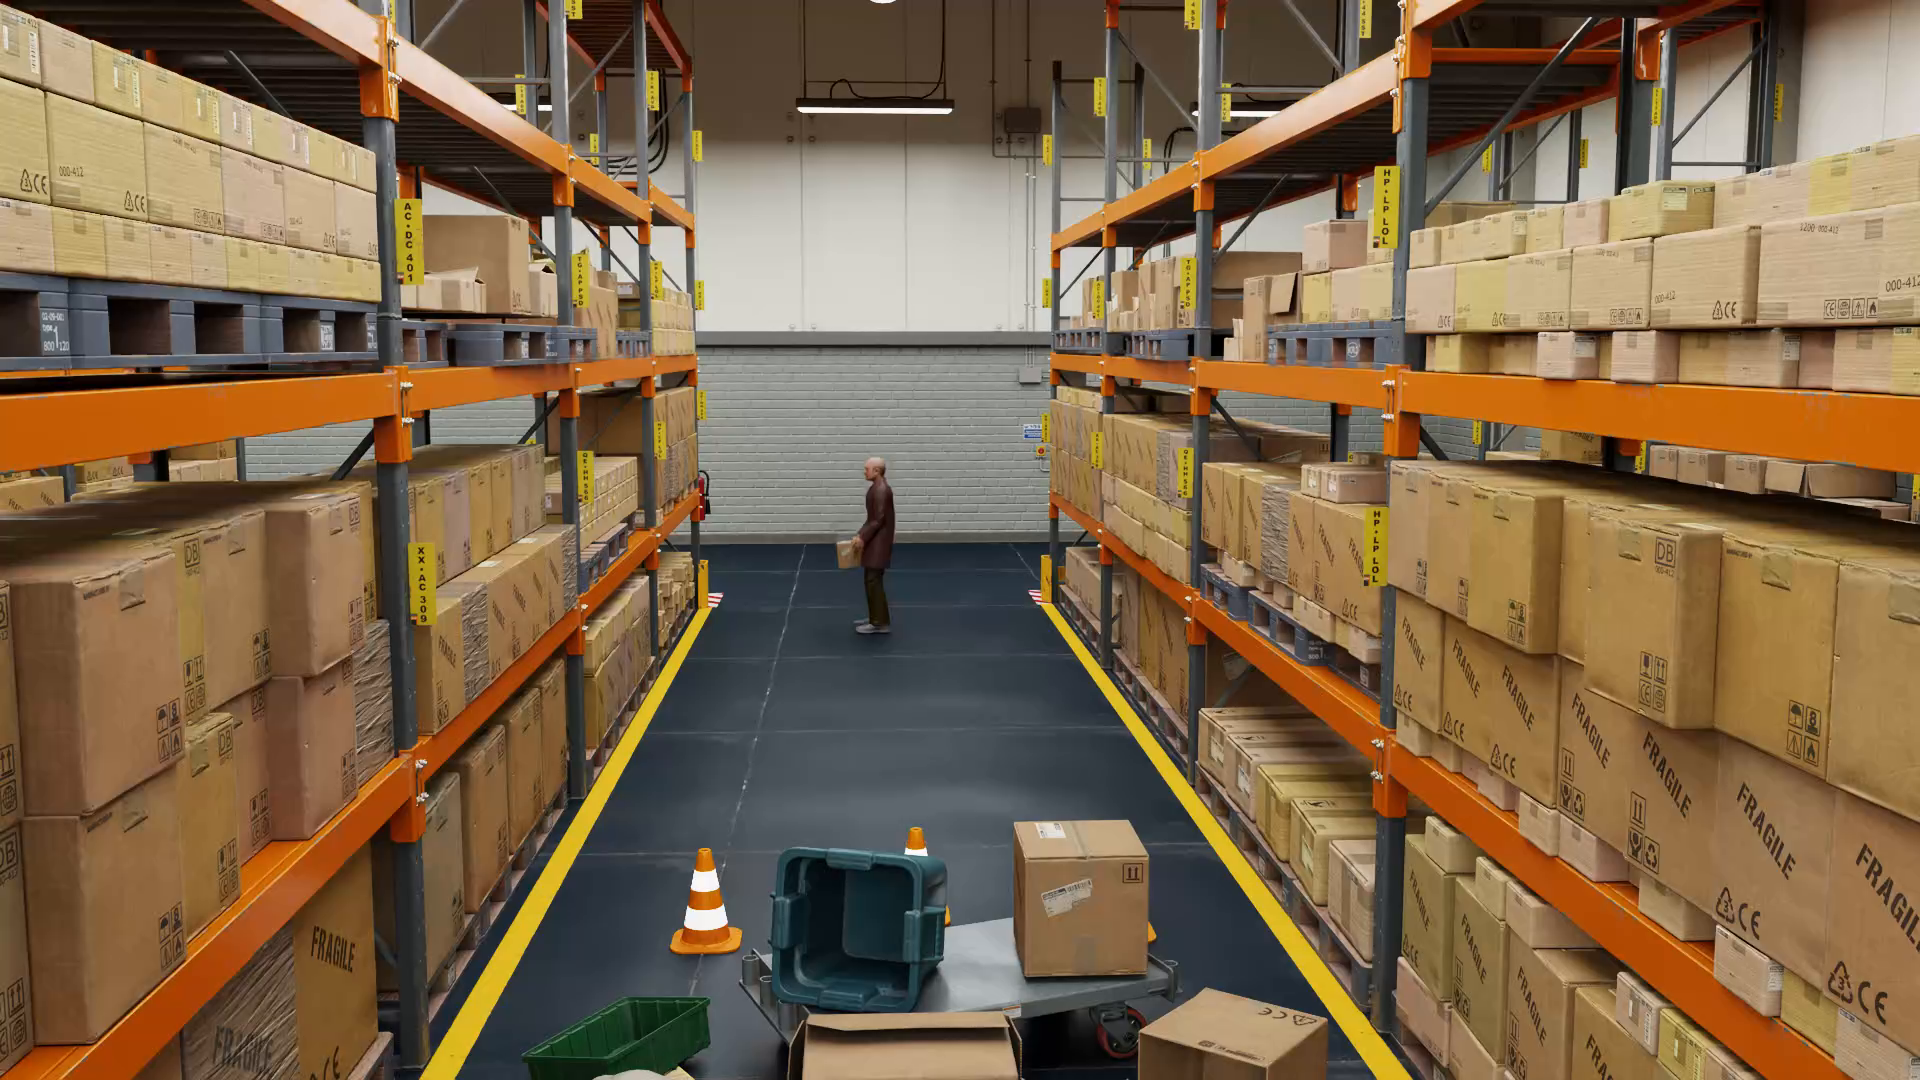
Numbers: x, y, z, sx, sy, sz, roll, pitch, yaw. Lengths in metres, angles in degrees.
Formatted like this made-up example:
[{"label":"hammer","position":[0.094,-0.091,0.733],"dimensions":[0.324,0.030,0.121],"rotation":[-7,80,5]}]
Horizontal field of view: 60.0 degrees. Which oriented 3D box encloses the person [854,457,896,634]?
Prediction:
[{"label":"person","position":[-0.867,0.047,16.890],"dimensions":[0.424,1.777,0.591],"rotation":[-1,7,-5]}]
